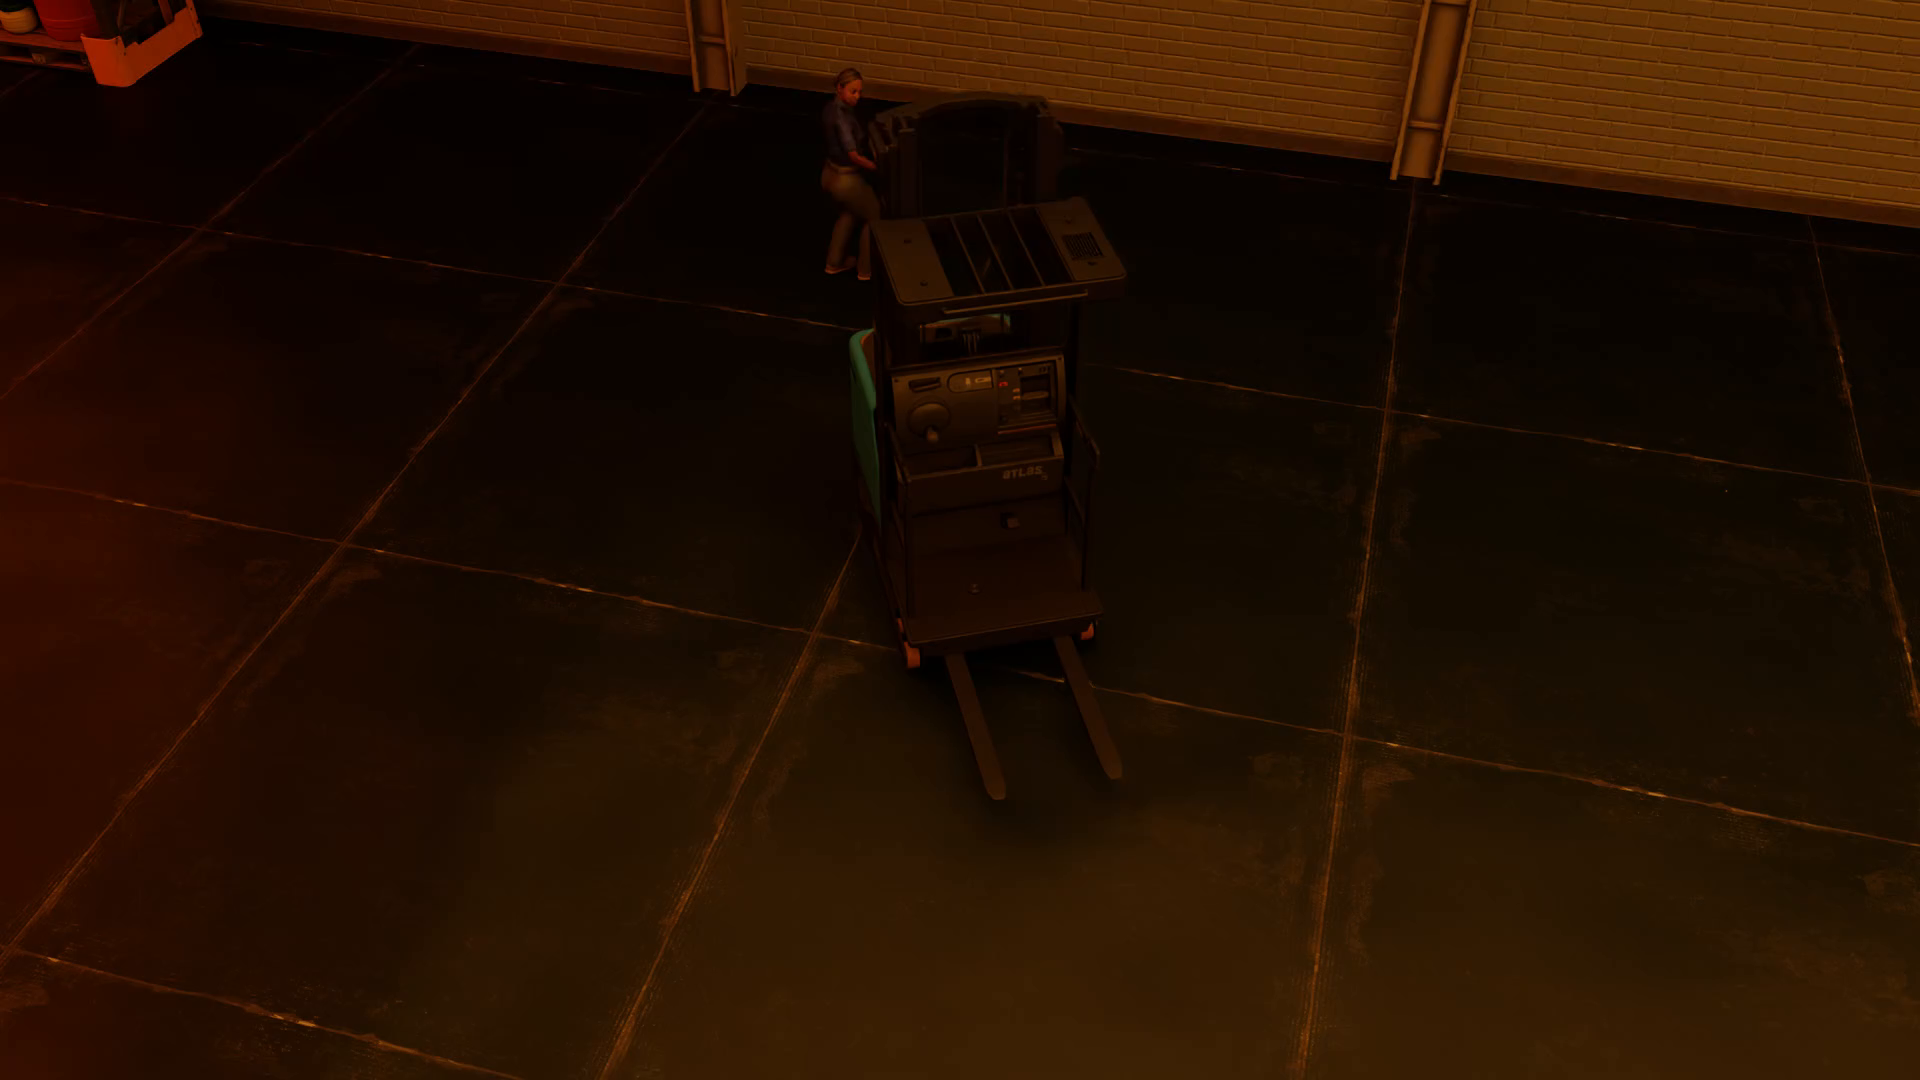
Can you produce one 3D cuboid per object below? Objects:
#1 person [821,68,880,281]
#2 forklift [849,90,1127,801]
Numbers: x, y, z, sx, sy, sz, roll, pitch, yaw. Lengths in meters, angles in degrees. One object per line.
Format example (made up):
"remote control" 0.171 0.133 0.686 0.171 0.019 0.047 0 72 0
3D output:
"person" -0.769 -2.594 11.848 0.471 1.609 0.678 -20 45 -21
"forklift" 0.153 -0.662 8.616 1.130 2.935 3.031 -9 42 -10
